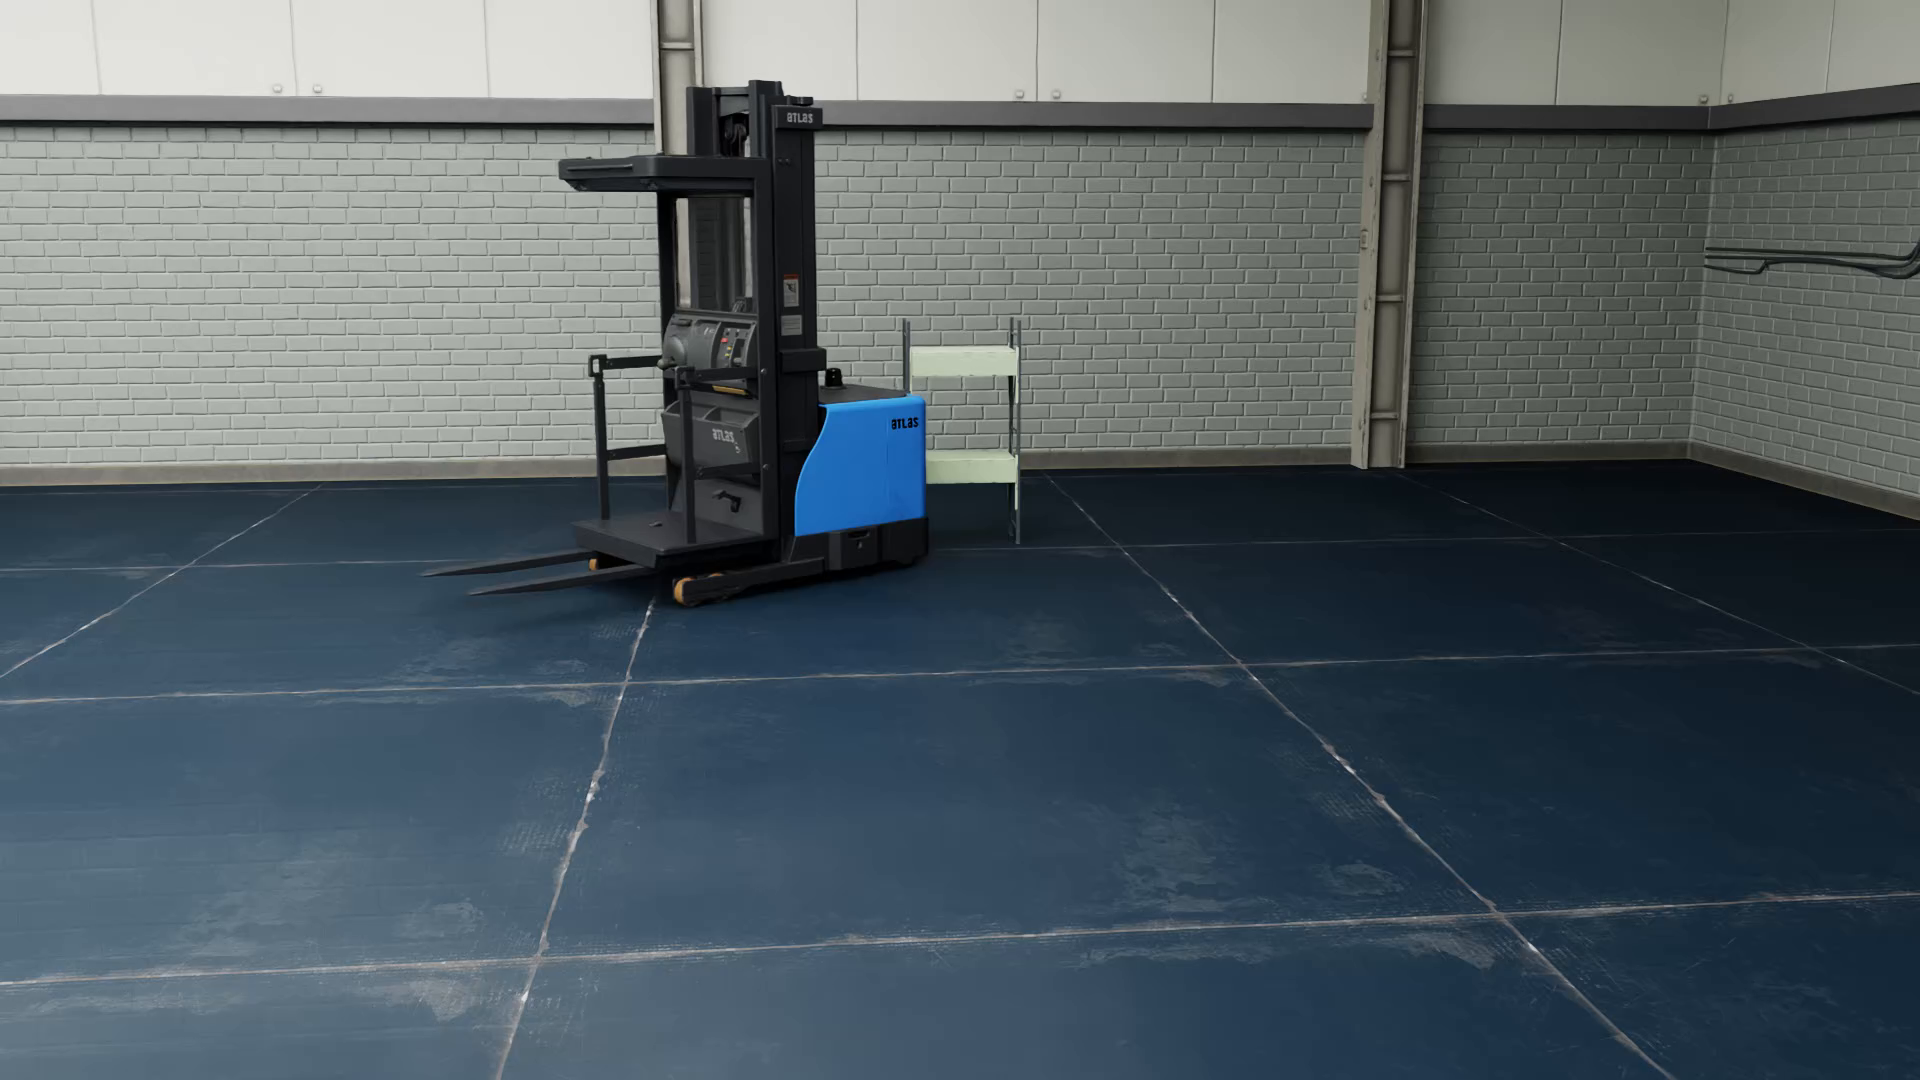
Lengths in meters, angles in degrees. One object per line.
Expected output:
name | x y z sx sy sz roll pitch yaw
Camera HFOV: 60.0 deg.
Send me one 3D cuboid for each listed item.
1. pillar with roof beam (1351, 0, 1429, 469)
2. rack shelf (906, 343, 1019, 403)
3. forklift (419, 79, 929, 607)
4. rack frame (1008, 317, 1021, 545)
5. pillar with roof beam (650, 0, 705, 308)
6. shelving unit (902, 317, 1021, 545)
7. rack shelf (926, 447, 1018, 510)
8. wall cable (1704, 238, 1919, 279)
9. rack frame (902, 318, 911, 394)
pillar with roof beam | 4.155 -4.247 9.641 0.400 9.000 9.100 -1 11 -6
rack shelf | 0.007 -1.119 11.149 0.720 0.370 0.431 -1 11 -6
forklift | -1.647 -1.172 9.734 3.031 2.935 1.130 -9 15 -40
rack frame | 0.370 -0.744 11.263 0.023 1.500 0.400 -1 11 -6
pillar with roof beam | -1.810 -4.122 9.005 0.400 9.000 9.100 -1 11 -6
shelving unit | 0.007 -0.736 11.224 0.755 1.500 0.431 -1 11 -6
rack shelf | 0.007 -0.416 11.287 0.720 0.370 0.431 -1 11 -6
wall cable | 6.762 -3.356 13.162 0.112 2.526 3.097 -1 11 -6
rack frame | -0.357 -0.728 11.185 0.023 1.500 0.400 -1 11 -6
